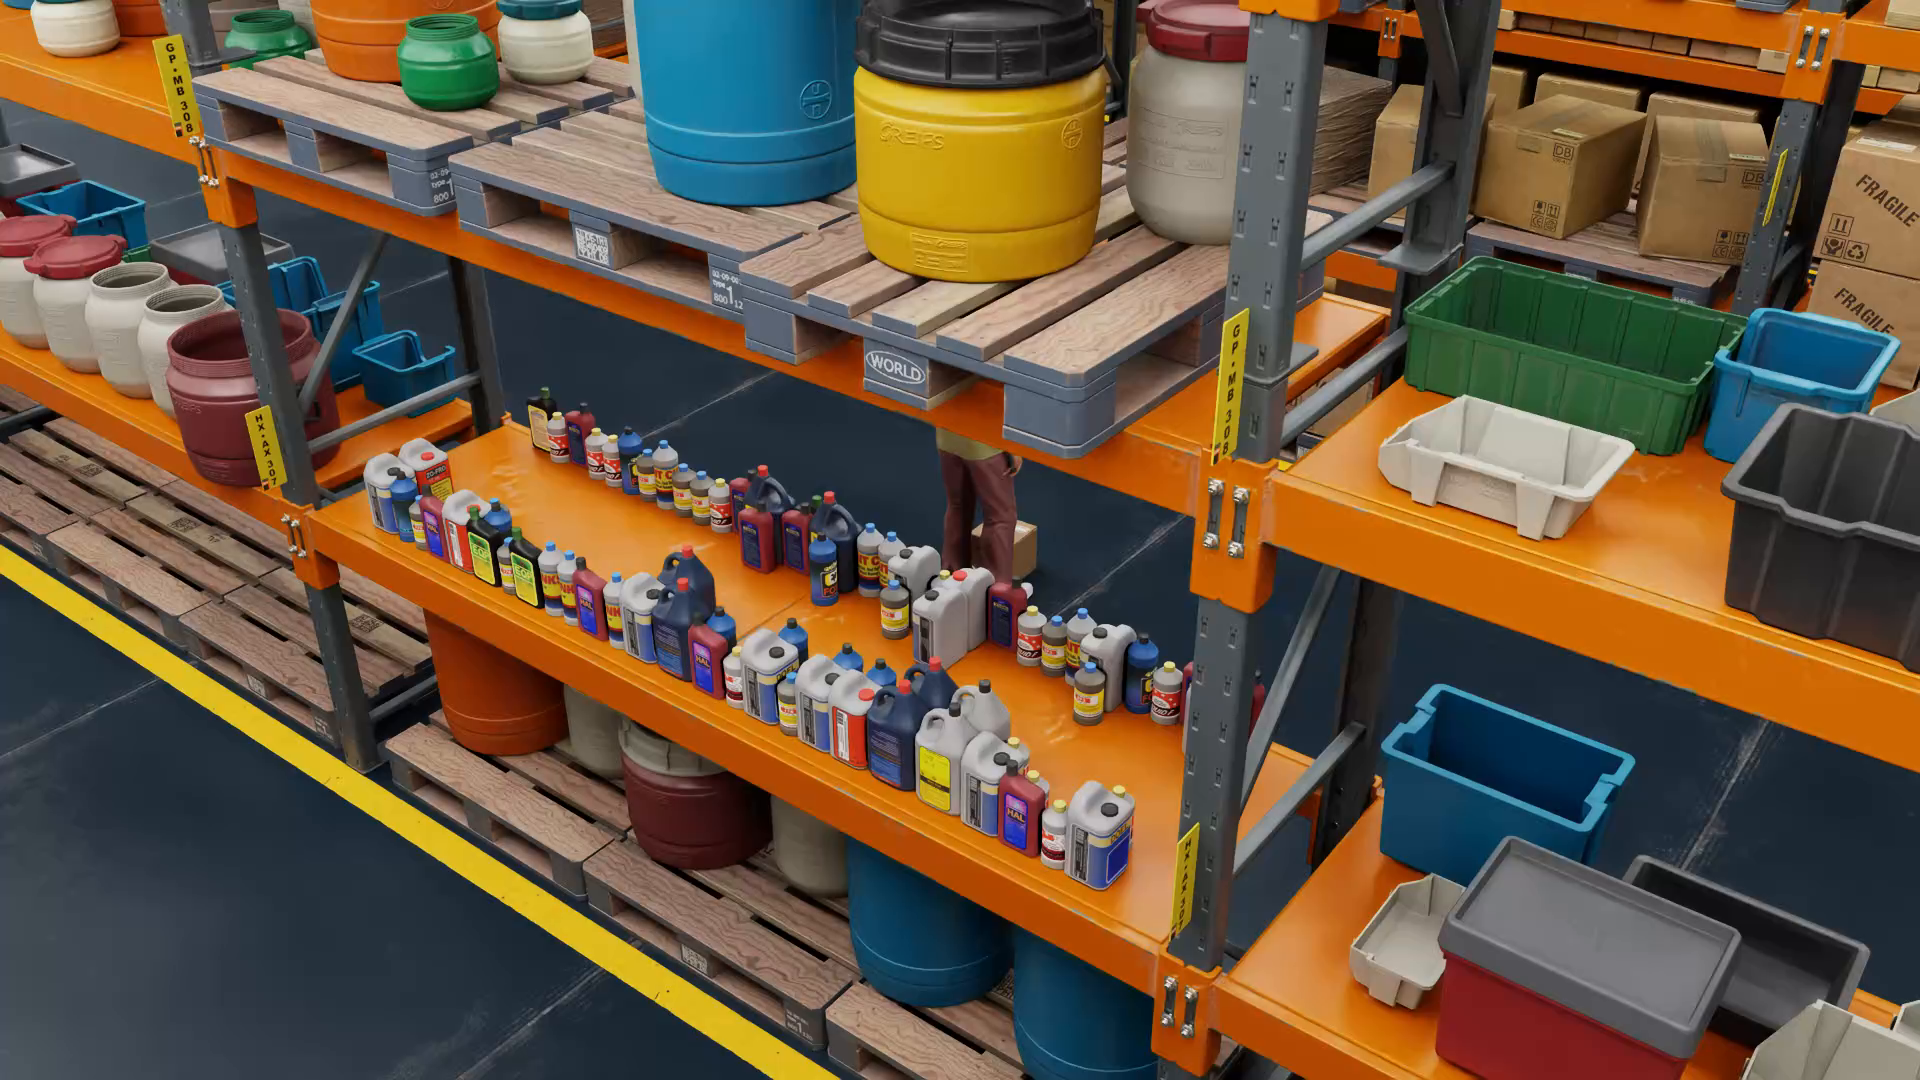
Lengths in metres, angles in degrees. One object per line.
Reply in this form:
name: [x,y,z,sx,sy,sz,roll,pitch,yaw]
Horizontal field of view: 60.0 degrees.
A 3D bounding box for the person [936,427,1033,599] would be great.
person: [0.081,-0.451,7.883,0.499,1.673,0.356,22,37,31]
